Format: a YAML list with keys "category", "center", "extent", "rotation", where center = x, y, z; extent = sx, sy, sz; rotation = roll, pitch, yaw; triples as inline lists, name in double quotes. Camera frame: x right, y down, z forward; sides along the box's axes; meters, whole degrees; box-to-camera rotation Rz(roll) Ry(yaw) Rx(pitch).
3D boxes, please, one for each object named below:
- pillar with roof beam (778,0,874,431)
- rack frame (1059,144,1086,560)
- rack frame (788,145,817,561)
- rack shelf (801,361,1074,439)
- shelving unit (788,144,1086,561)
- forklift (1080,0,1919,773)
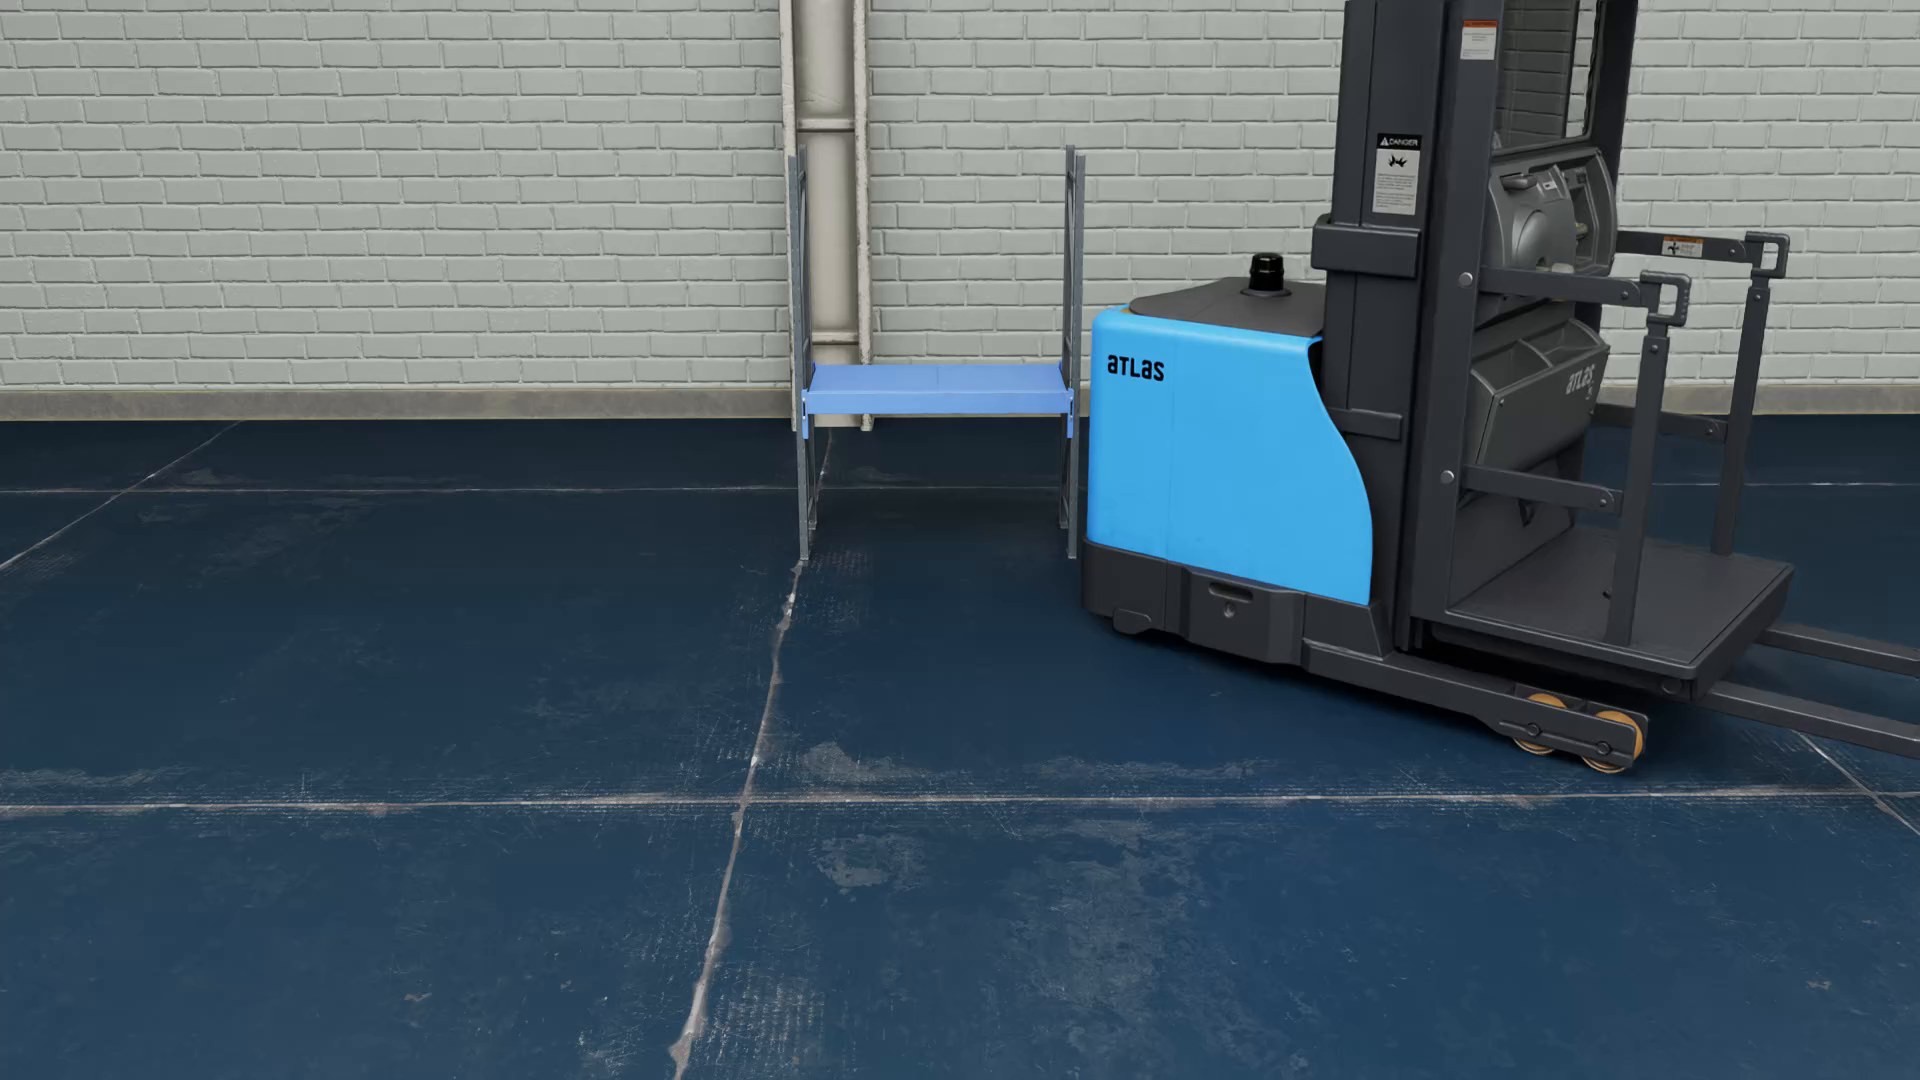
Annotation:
- category: "pillar with roof beam"
  center: [-0.568, -3.557, 2.904]
  extent: [0.400, 9.000, 9.100]
  rotation: [0, 18, -1]
- category: "rack frame"
  center: [0.423, -0.716, 6.325]
  extent: [0.032, 1.500, 0.500]
  rotation: [0, 18, -1]
- category: "rack frame"
  center: [-0.594, -0.711, 6.310]
  extent: [0.032, 1.500, 0.500]
  rotation: [0, 18, -1]
- category: "rack shelf"
  center: [-0.085, -0.542, 6.372]
  extent: [1.000, 0.185, 0.538]
  rotation: [0, 18, -1]
- category: "shelving unit"
  center: [-0.085, -0.714, 6.317]
  extent: [1.048, 1.500, 0.538]
  rotation: [0, 18, -1]
- category: "forklift"
  center: [1.876, -0.940, 4.679]
  extent: [3.031, 2.935, 1.130]
  rotation: [14, 22, 36]
